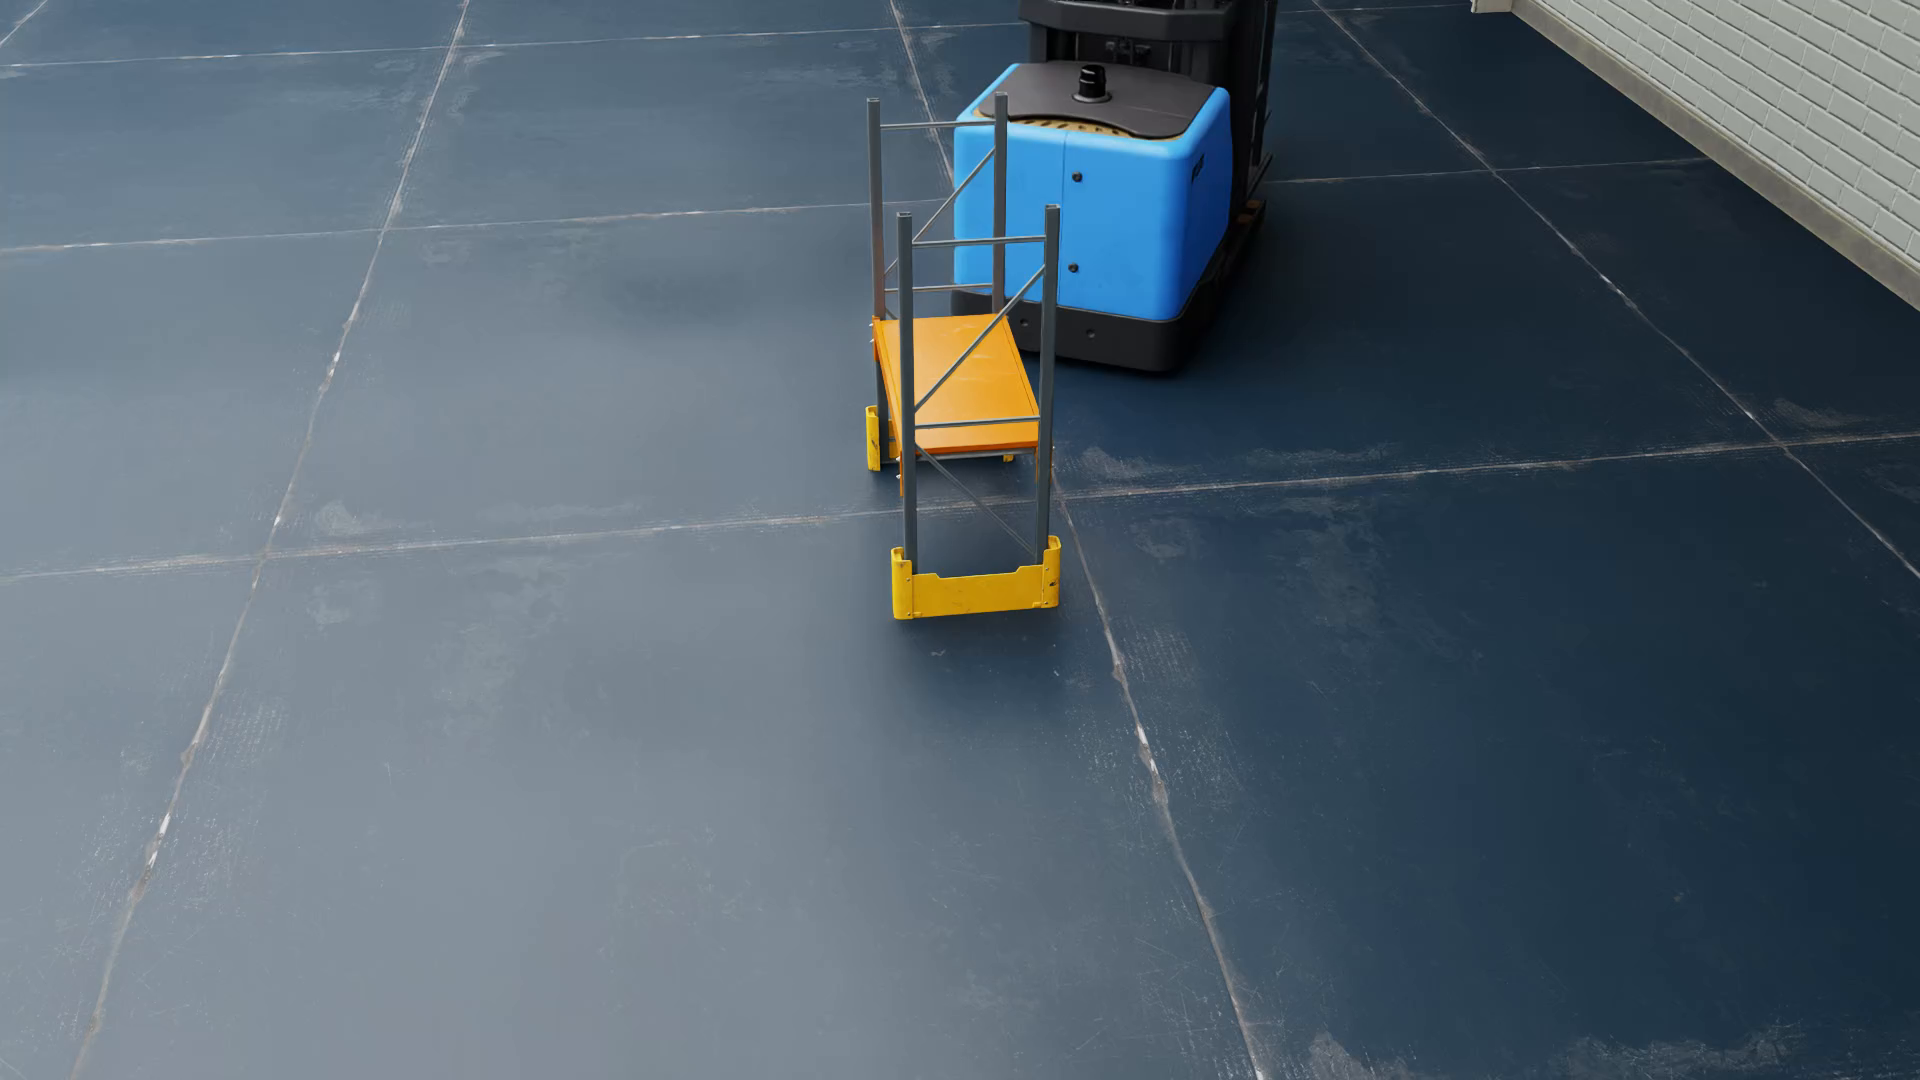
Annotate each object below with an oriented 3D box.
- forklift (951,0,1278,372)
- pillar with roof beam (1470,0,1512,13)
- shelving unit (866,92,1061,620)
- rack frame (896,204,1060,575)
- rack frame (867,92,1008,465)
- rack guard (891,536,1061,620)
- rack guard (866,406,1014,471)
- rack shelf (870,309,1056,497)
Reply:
[{"bbox_3d":[0.938,-2.765,7.704,1.130,2.935,3.031,12,36,16],"label":"forklift"},{"bbox_3d":[-0.530,-7.219,8.852,9.100,9.000,0.400,-4,35,-6],"label":"pillar with roof beam"},{"bbox_3d":[-0.010,-0.662,5.890,0.587,1.500,1.083,-4,35,-6],"label":"shelving unit"},{"bbox_3d":[0.057,-0.384,5.481,0.500,1.500,0.032,-4,35,-6],"label":"rack frame"},{"bbox_3d":[-0.080,-0.951,6.314,0.500,1.500,0.032,-4,35,-6],"label":"rack frame"},{"bbox_3d":[0.057,0.132,5.834,0.587,0.250,0.087,-4,35,-6],"label":"rack guard"},{"bbox_3d":[-0.077,-0.424,6.650,0.587,0.250,0.087,-4,35,-6],"label":"rack guard"},{"bbox_3d":[-0.011,-0.519,5.999,0.538,0.185,1.000,-4,35,-6],"label":"rack shelf"}]
